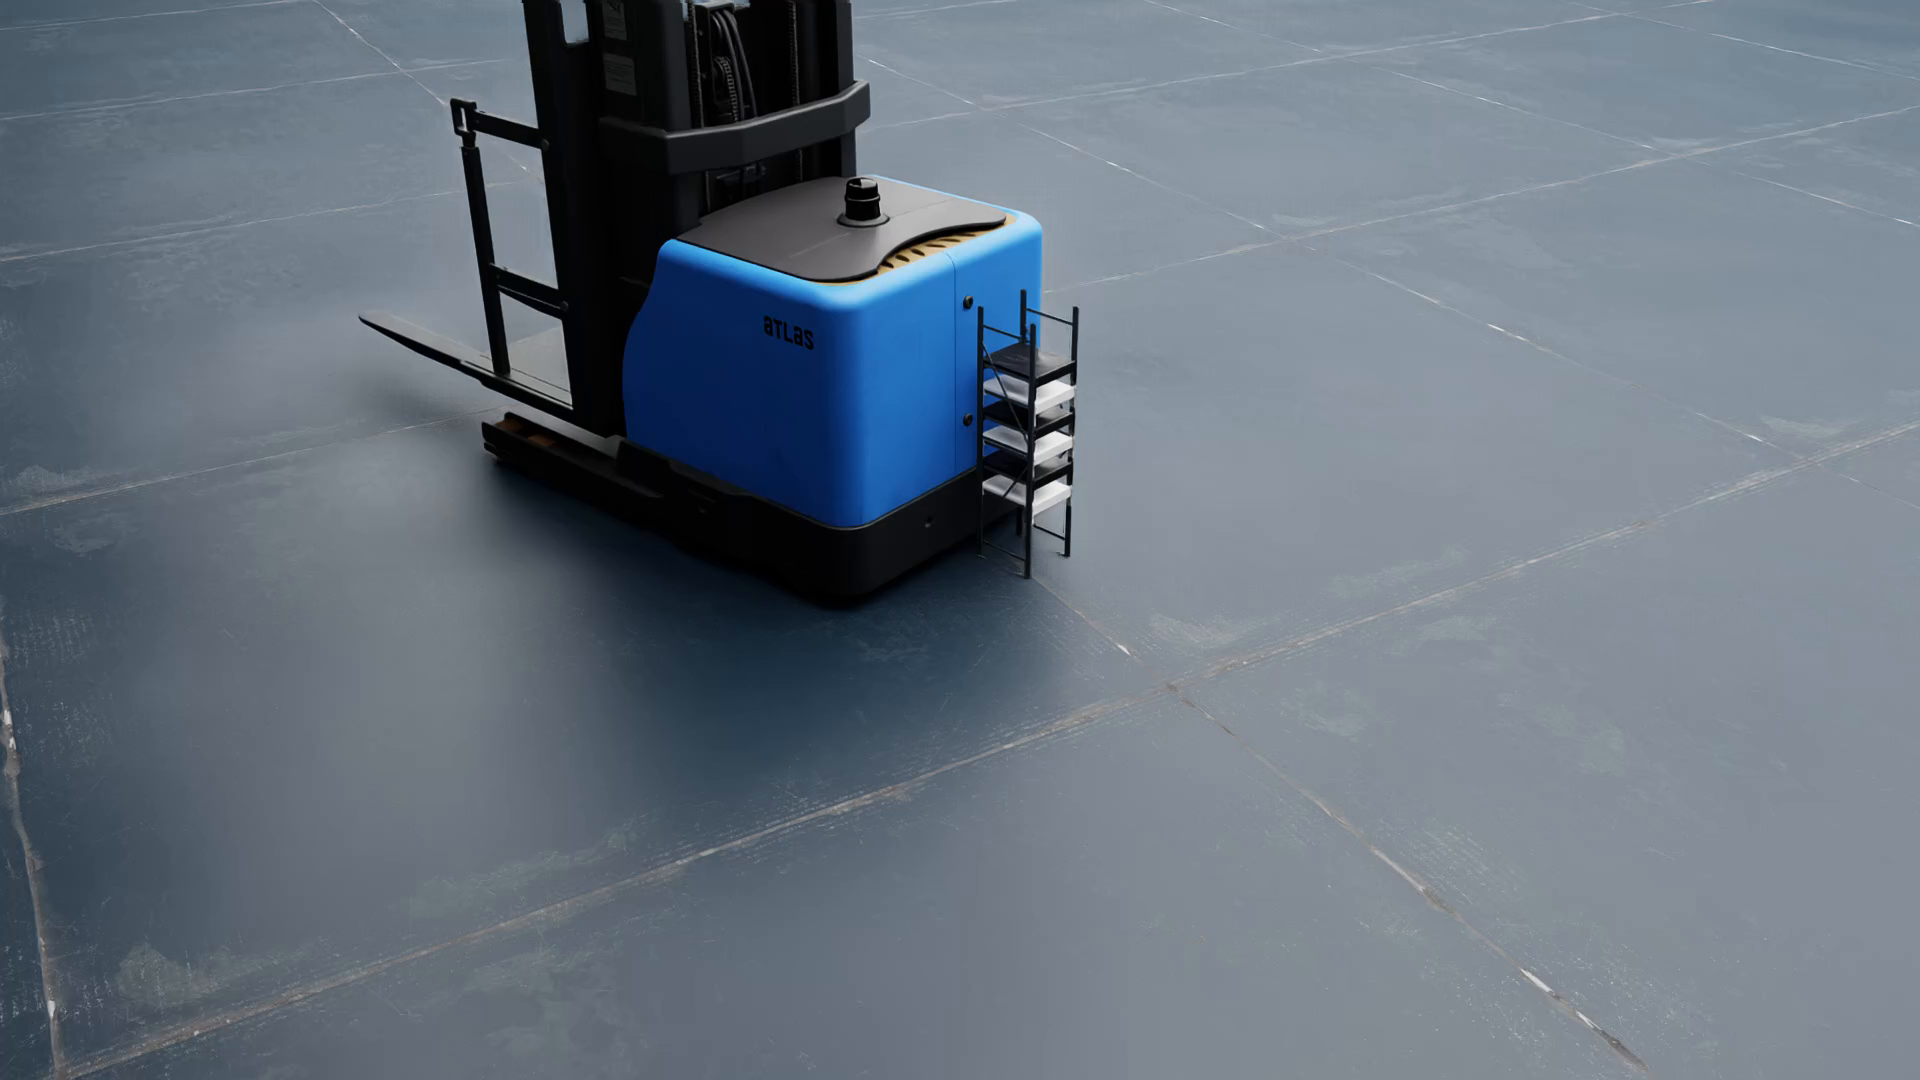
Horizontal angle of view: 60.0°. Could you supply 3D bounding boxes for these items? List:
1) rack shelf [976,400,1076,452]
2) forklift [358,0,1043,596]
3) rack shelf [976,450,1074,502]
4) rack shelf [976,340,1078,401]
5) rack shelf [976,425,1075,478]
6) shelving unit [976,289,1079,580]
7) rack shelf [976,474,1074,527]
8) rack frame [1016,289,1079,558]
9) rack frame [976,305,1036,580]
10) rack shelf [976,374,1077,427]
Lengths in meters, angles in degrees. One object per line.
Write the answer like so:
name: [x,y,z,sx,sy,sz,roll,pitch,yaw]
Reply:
rack shelf: [0.215,-0.388,5.404,0.258,0.077,0.200,25,37,37]
forklift: [-1.165,-1.687,5.773,3.031,2.935,1.130,22,36,34]
rack shelf: [0.215,-0.230,5.491,0.258,0.077,0.200,25,37,37]
rack shelf: [0.215,-0.546,5.317,0.258,0.077,0.200,25,37,37]
rack shelf: [0.215,-0.309,5.448,0.258,0.077,0.200,25,37,37]
shelving unit: [0.215,-0.338,5.432,0.258,0.900,0.210,25,37,37]
rack shelf: [0.215,-0.152,5.535,0.258,0.077,0.200,25,37,37]
rack frame: [0.284,-0.374,5.496,0.240,0.900,0.006,25,37,37]
rack frame: [0.145,-0.303,5.367,0.240,0.900,0.006,25,37,37]
rack shelf: [0.215,-0.467,5.361,0.258,0.077,0.200,25,37,37]
